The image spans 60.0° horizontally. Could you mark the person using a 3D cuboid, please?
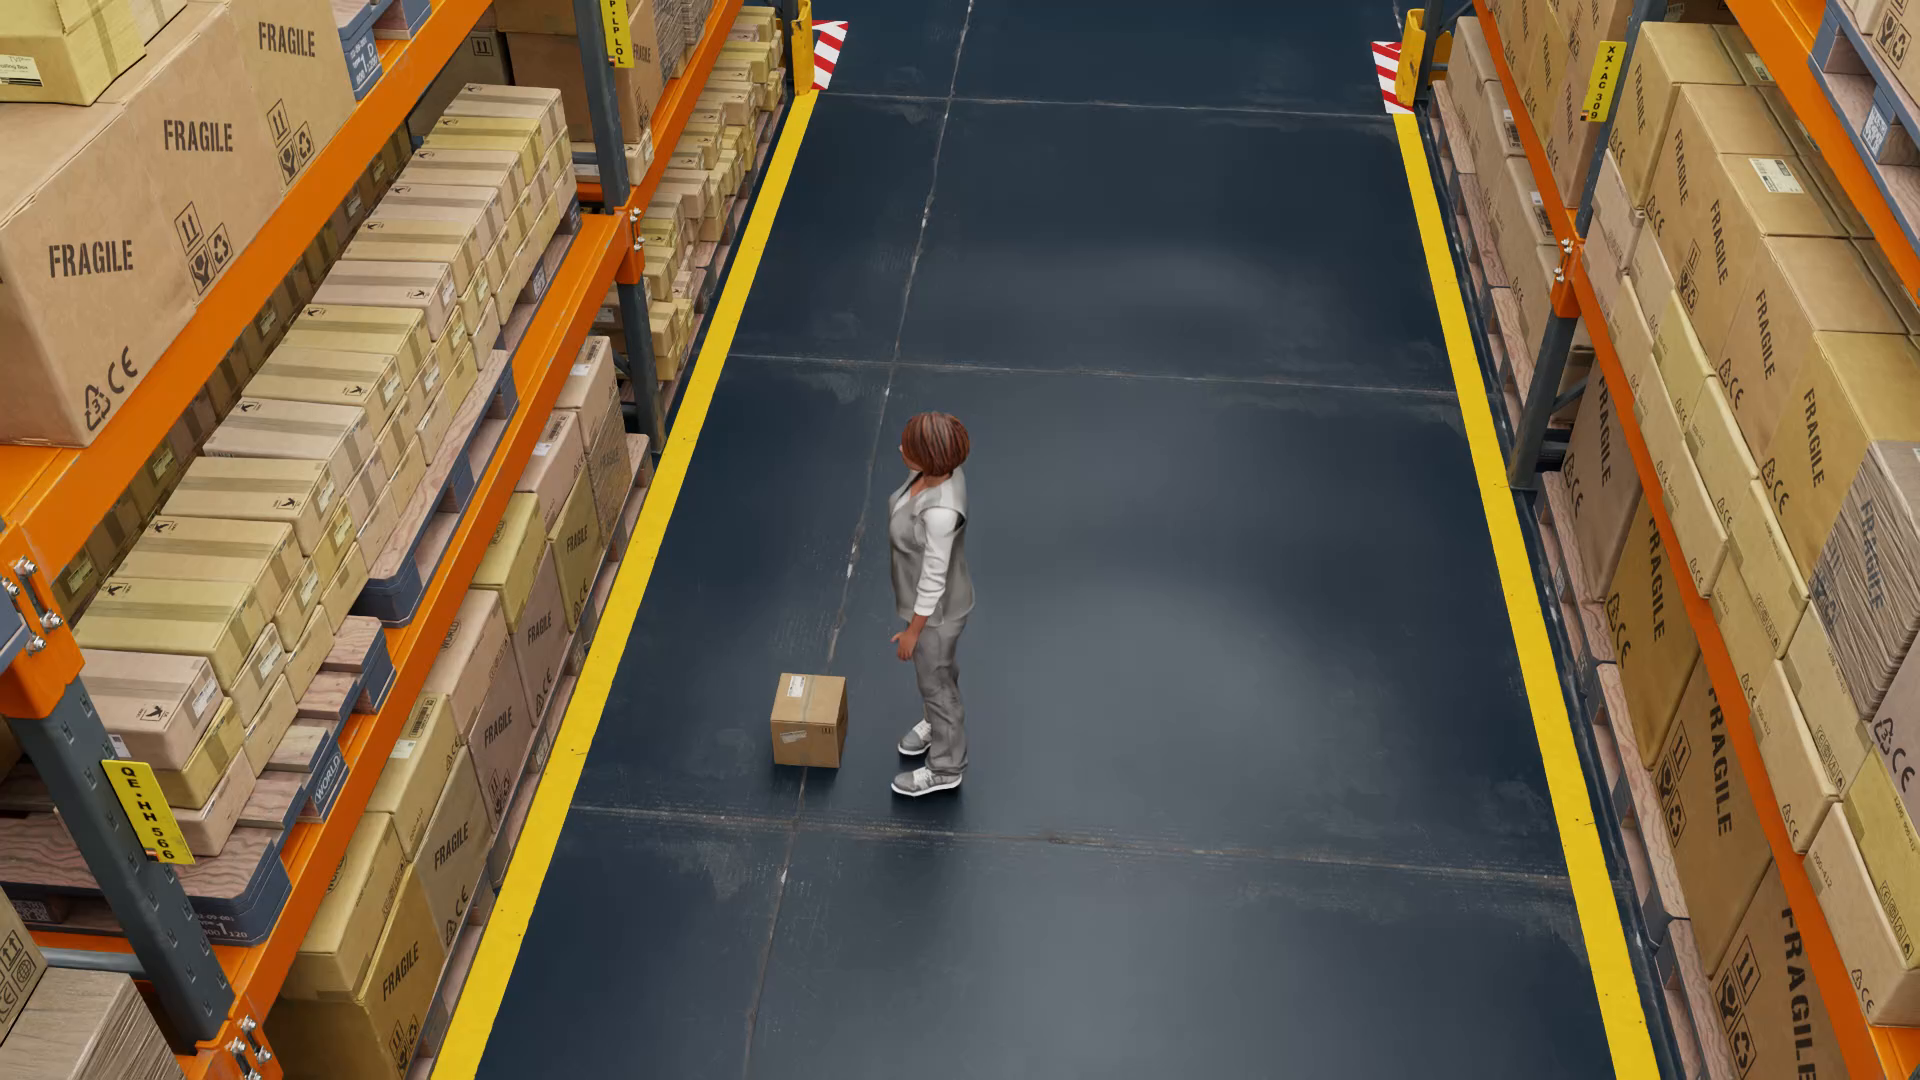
[{"bbox_3d":[-0.112,0.211,5.897,0.328,1.612,0.454,-3,41,-4],"label":"person"}]
